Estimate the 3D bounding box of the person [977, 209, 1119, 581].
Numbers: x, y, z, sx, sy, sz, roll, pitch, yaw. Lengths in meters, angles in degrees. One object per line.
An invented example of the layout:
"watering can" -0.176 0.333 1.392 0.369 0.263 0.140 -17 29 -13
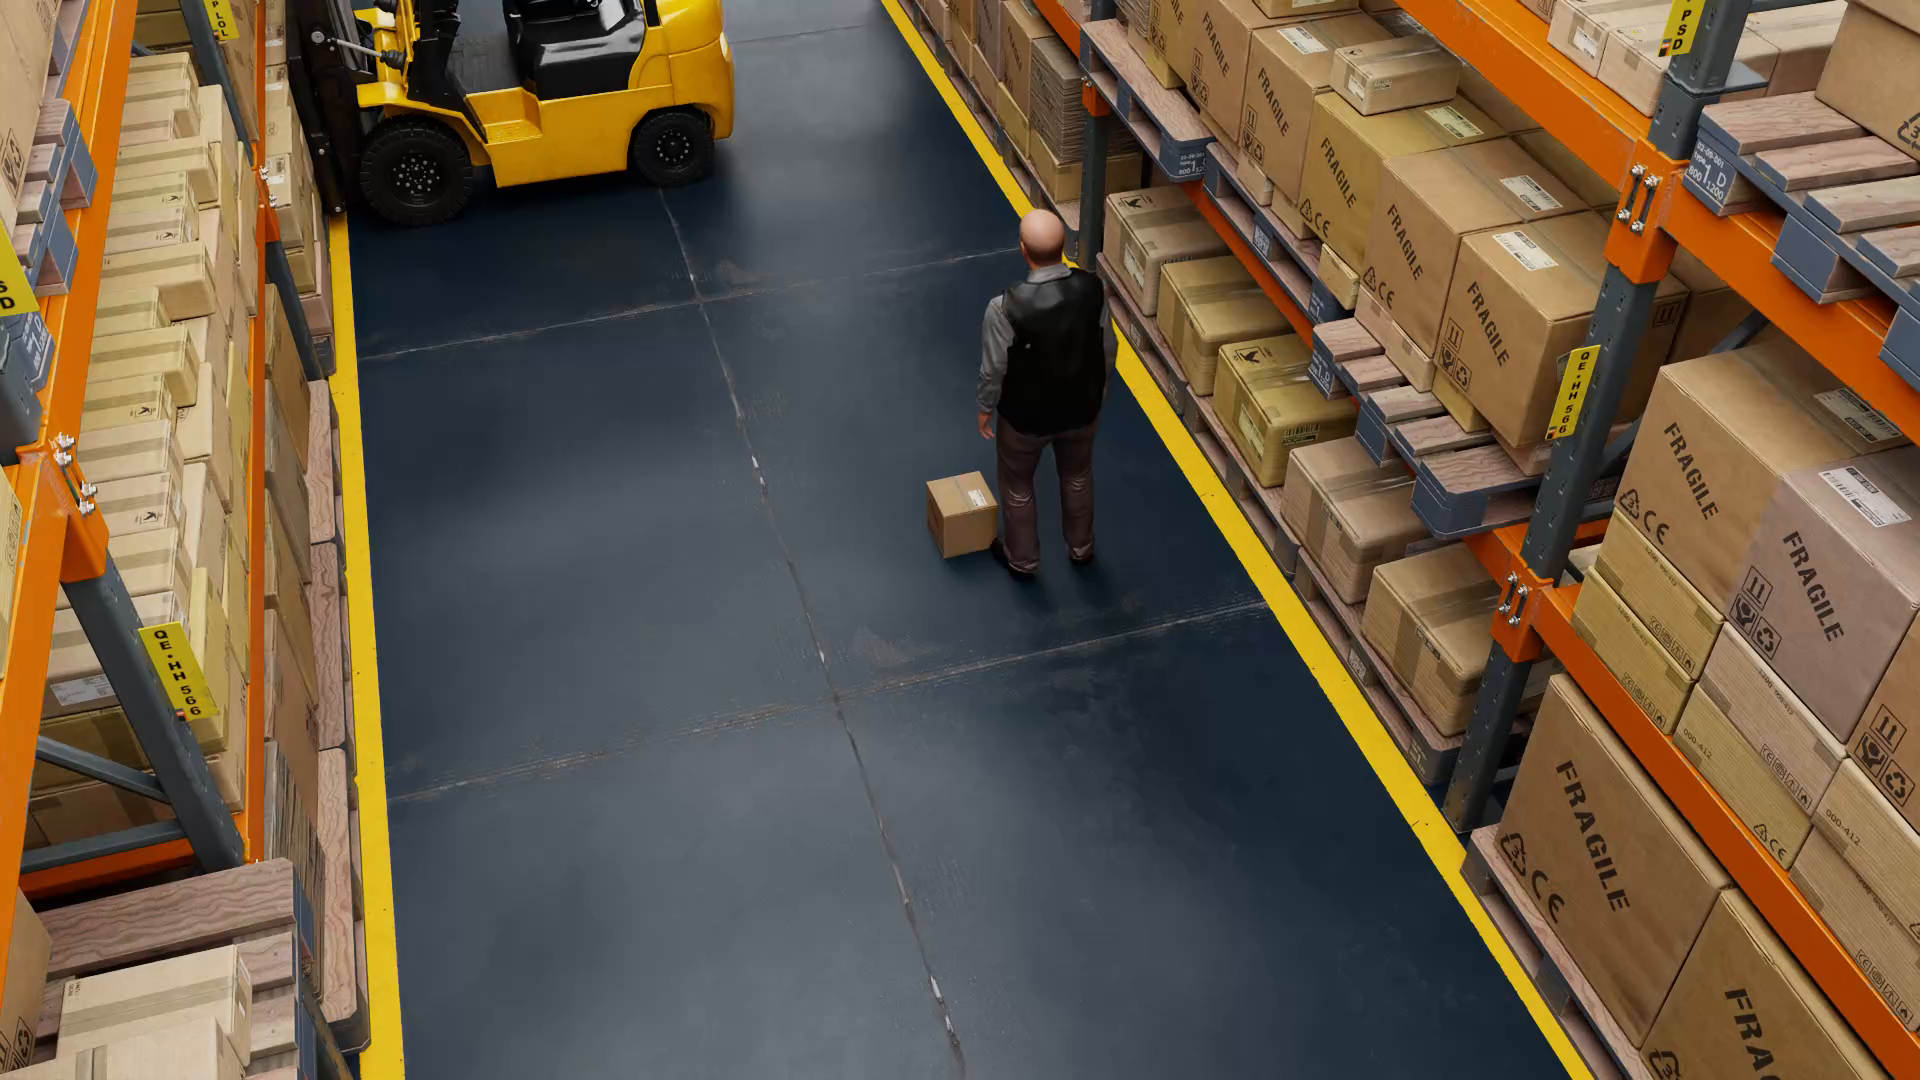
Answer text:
"person" 0.354 -0.541 6.780 0.587 1.721 0.412 -13 43 -14
